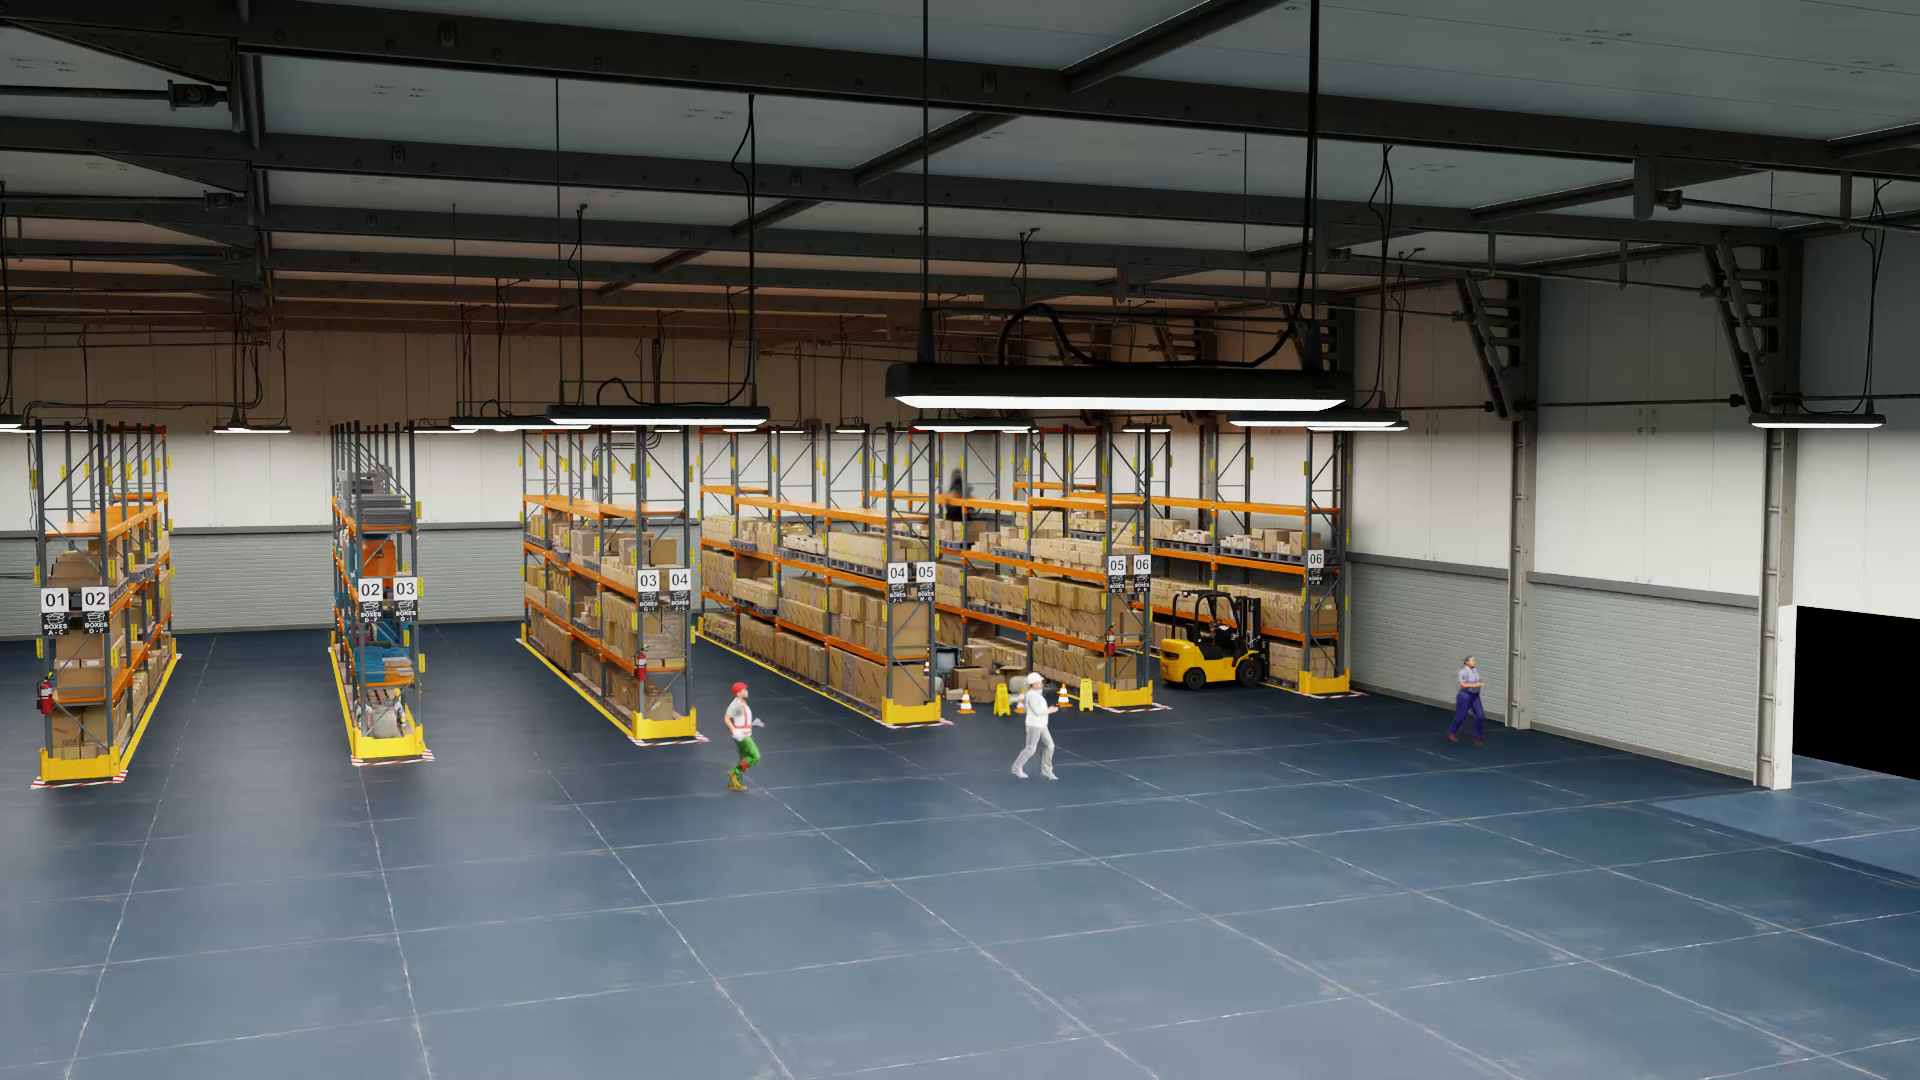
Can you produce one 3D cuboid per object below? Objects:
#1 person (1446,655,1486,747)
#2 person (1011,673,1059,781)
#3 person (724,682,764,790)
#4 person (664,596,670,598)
[{"bbox_3d":[9.396,2.978,30.808,0.595,1.720,0.795,-2,4,-33],"label":"person"},{"bbox_3d":[1.241,3.107,27.542,0.789,1.830,0.628,1,4,12],"label":"person"},{"bbox_3d":[-3.467,3.165,26.818,0.597,1.744,0.646,0,4,0],"label":"person"},{"bbox_3d":[-8.549,1.869,48.145,0.704,1.737,0.525,2,4,25],"label":"person"}]
